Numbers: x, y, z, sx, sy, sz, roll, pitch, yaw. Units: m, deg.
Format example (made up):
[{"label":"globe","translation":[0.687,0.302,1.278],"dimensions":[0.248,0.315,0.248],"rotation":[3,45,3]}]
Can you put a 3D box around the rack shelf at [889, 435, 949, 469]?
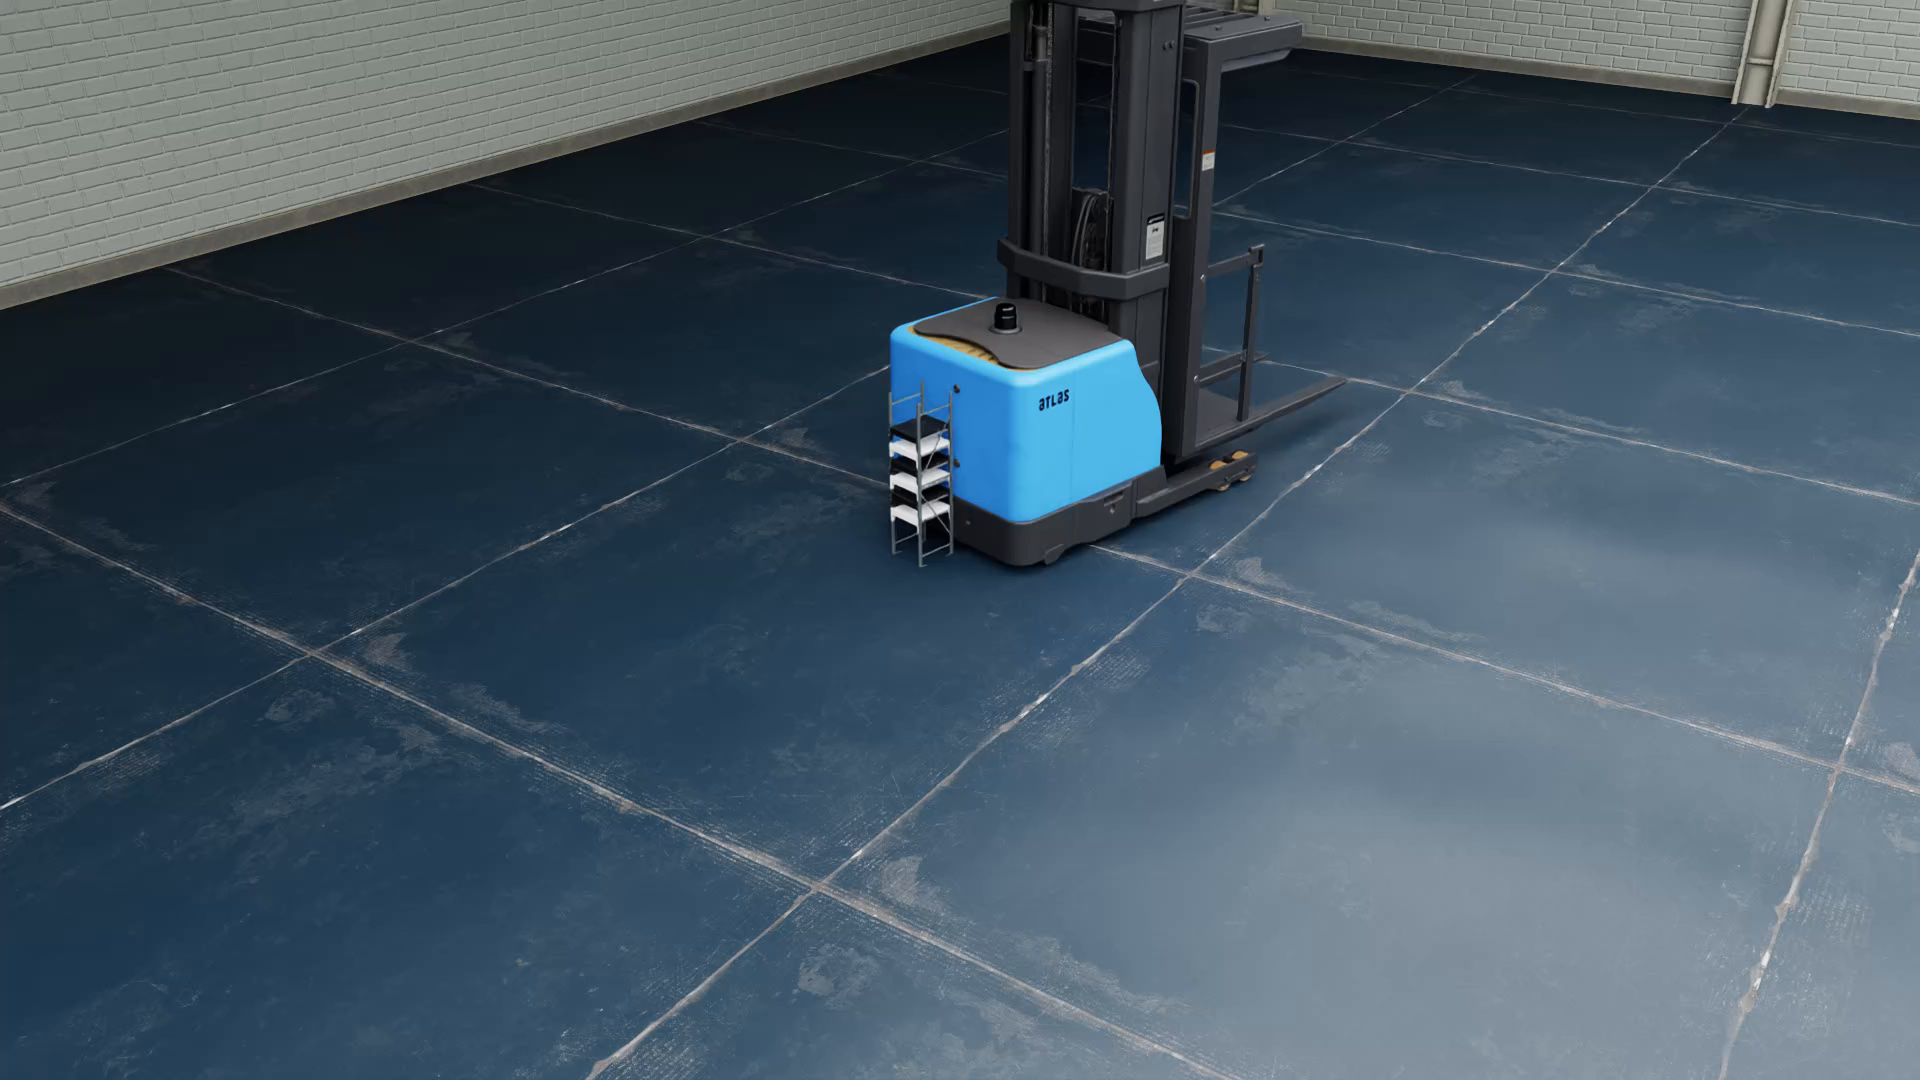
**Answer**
[{"label":"rack shelf","translation":[-0.195,-0.458,8.334],"dimensions":[0.258,0.077,0.200],"rotation":[-24,35,-39]}]

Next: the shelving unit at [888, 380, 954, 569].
[{"label":"shelving unit","translation":[-0.195,-0.327,8.401],"dimensions":[0.258,0.900,0.210],"rotation":[-24,35,-39]}]

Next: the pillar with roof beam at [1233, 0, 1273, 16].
[{"label":"pillar with roof beam","translation":[1.246,-8.694,15.911],"dimensions":[0.400,9.000,9.100],"rotation":[17,32,30]}]

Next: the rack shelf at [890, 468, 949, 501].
[{"label":"rack shelf","translation":[-0.195,-0.297,8.416],"dimensions":[0.258,0.077,0.200],"rotation":[-24,35,-39]}]

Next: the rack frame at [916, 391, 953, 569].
[{"label":"rack frame","translation":[-0.124,-0.294,8.336],"dimensions":[0.240,0.900,0.006],"rotation":[-24,35,-39]}]

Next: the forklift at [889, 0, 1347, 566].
[{"label":"forklift","translation":[1.044,-1.733,8.924],"dimensions":[3.031,2.935,1.130],"rotation":[-23,35,-38]}]

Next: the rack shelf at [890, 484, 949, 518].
[{"label":"rack shelf","translation":[-0.195,-0.217,8.457],"dimensions":[0.258,0.077,0.200],"rotation":[-24,35,-39]}]

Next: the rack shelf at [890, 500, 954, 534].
[{"label":"rack shelf","translation":[-0.195,-0.137,8.497],"dimensions":[0.258,0.077,0.200],"rotation":[-24,35,-39]}]

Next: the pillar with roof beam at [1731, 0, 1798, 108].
[{"label":"pillar with roof beam","translation":[6.191,-7.153,12.884],"dimensions":[0.400,9.000,9.100],"rotation":[17,32,30]}]

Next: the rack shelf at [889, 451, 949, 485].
[{"label":"rack shelf","translation":[-0.195,-0.378,8.375],"dimensions":[0.258,0.077,0.200],"rotation":[-24,35,-39]}]

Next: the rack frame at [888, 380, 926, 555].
[{"label":"rack frame","translation":[-0.266,-0.360,8.465],"dimensions":[0.240,0.900,0.006],"rotation":[-24,35,-39]}]

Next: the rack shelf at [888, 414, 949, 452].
[{"label":"rack shelf","translation":[-0.195,-0.538,8.293],"dimensions":[0.258,0.077,0.200],"rotation":[-24,35,-39]}]
